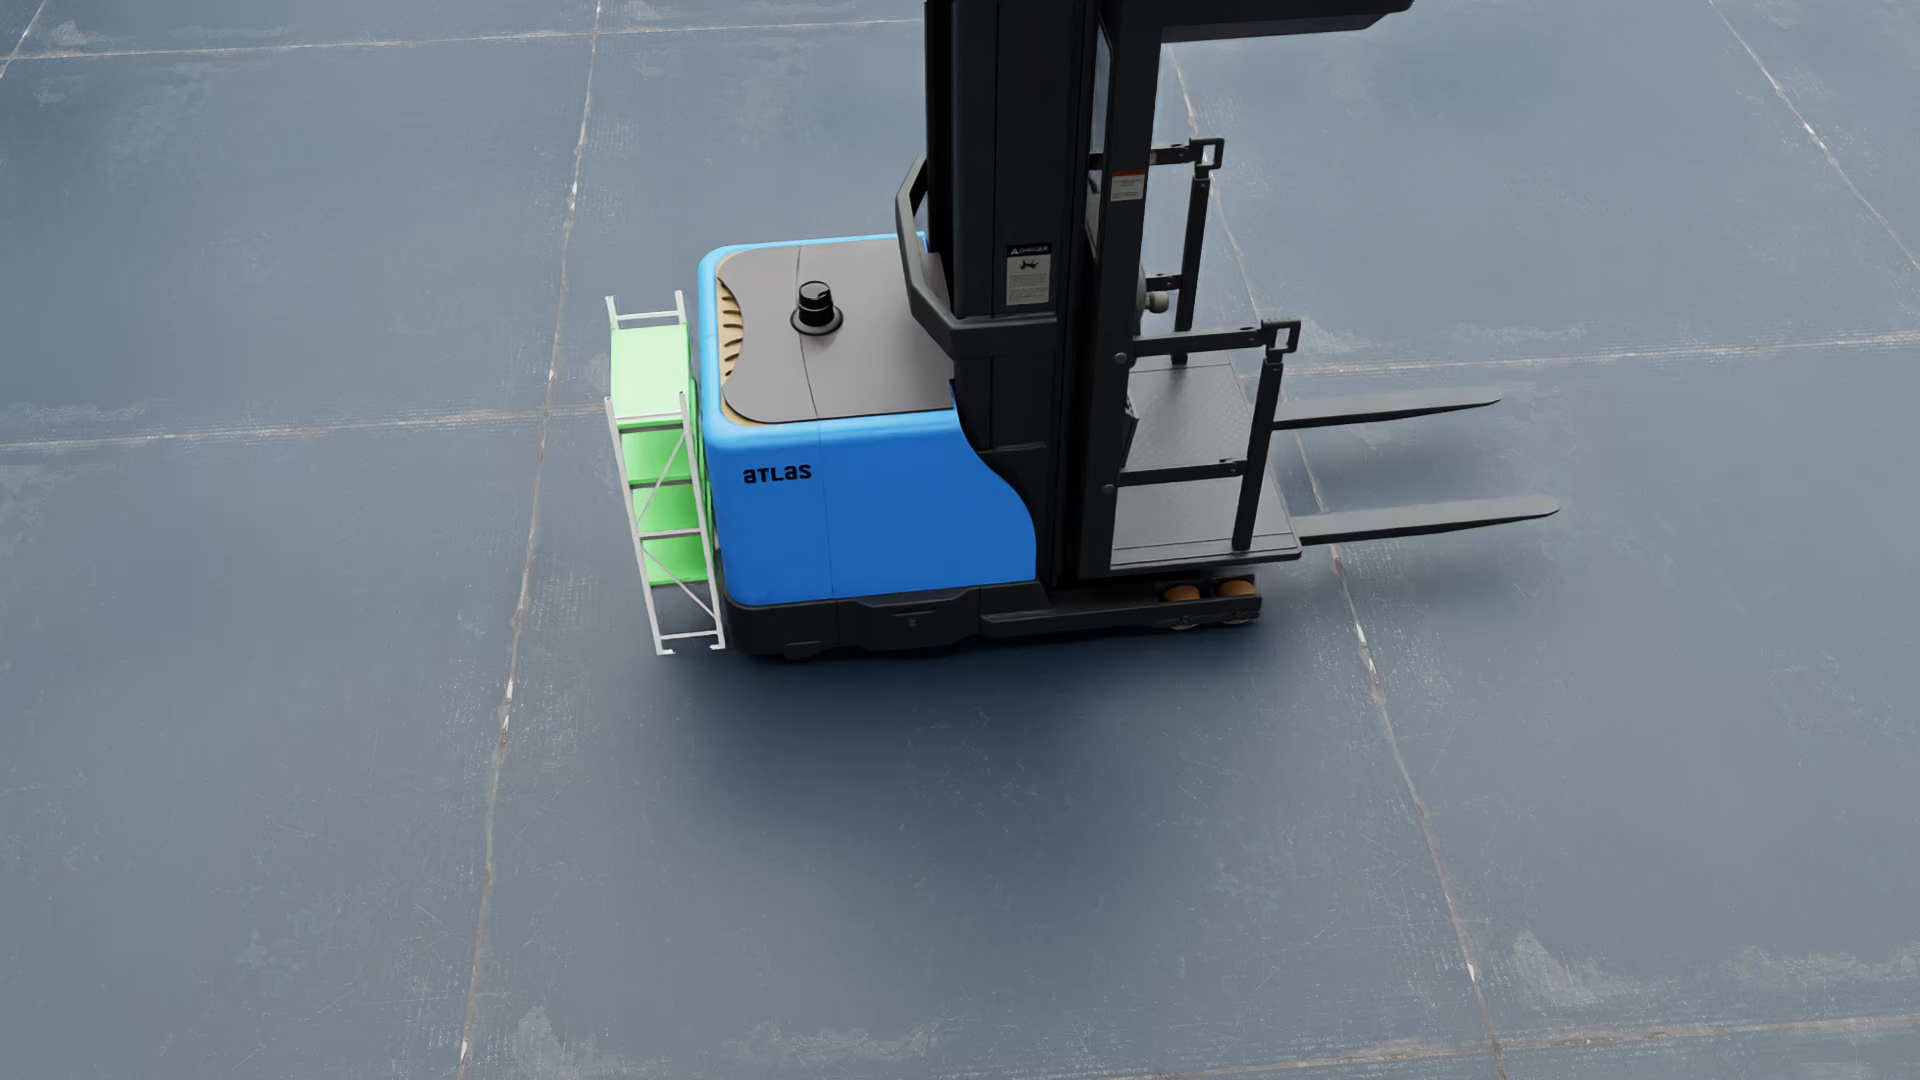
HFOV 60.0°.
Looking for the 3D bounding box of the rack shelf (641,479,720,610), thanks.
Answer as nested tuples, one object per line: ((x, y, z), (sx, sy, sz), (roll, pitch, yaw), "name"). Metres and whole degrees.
((-0.982, 0.011, 5.832), (0.258, 0.148, 0.480), (-6, 47, -5), "rack shelf")

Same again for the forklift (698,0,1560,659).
((0.642, -1.067, 5.242), (3.031, 2.935, 1.130), (-5, 47, -5), "forklift")

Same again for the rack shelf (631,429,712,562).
((-0.982, -0.154, 5.658), (0.258, 0.148, 0.480), (-6, 47, -5), "rack shelf")

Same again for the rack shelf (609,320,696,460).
((-0.982, -0.485, 5.309), (0.258, 0.148, 0.480), (-6, 47, -5), "rack shelf")

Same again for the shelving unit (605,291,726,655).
((-0.982, -0.198, 5.612), (0.258, 1.200, 0.503), (-6, 47, -5), "shelving unit")

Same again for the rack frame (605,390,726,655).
((-0.950, -0.023, 5.445), (0.240, 1.200, 0.015), (-6, 47, -5), "rack frame")

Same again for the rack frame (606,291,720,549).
((-1.015, -0.374, 5.778), (0.240, 1.200, 0.015), (-6, 47, -5), "rack frame")

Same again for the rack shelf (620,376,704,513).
((-0.982, -0.319, 5.484), (0.258, 0.148, 0.480), (-6, 47, -5), "rack shelf")
